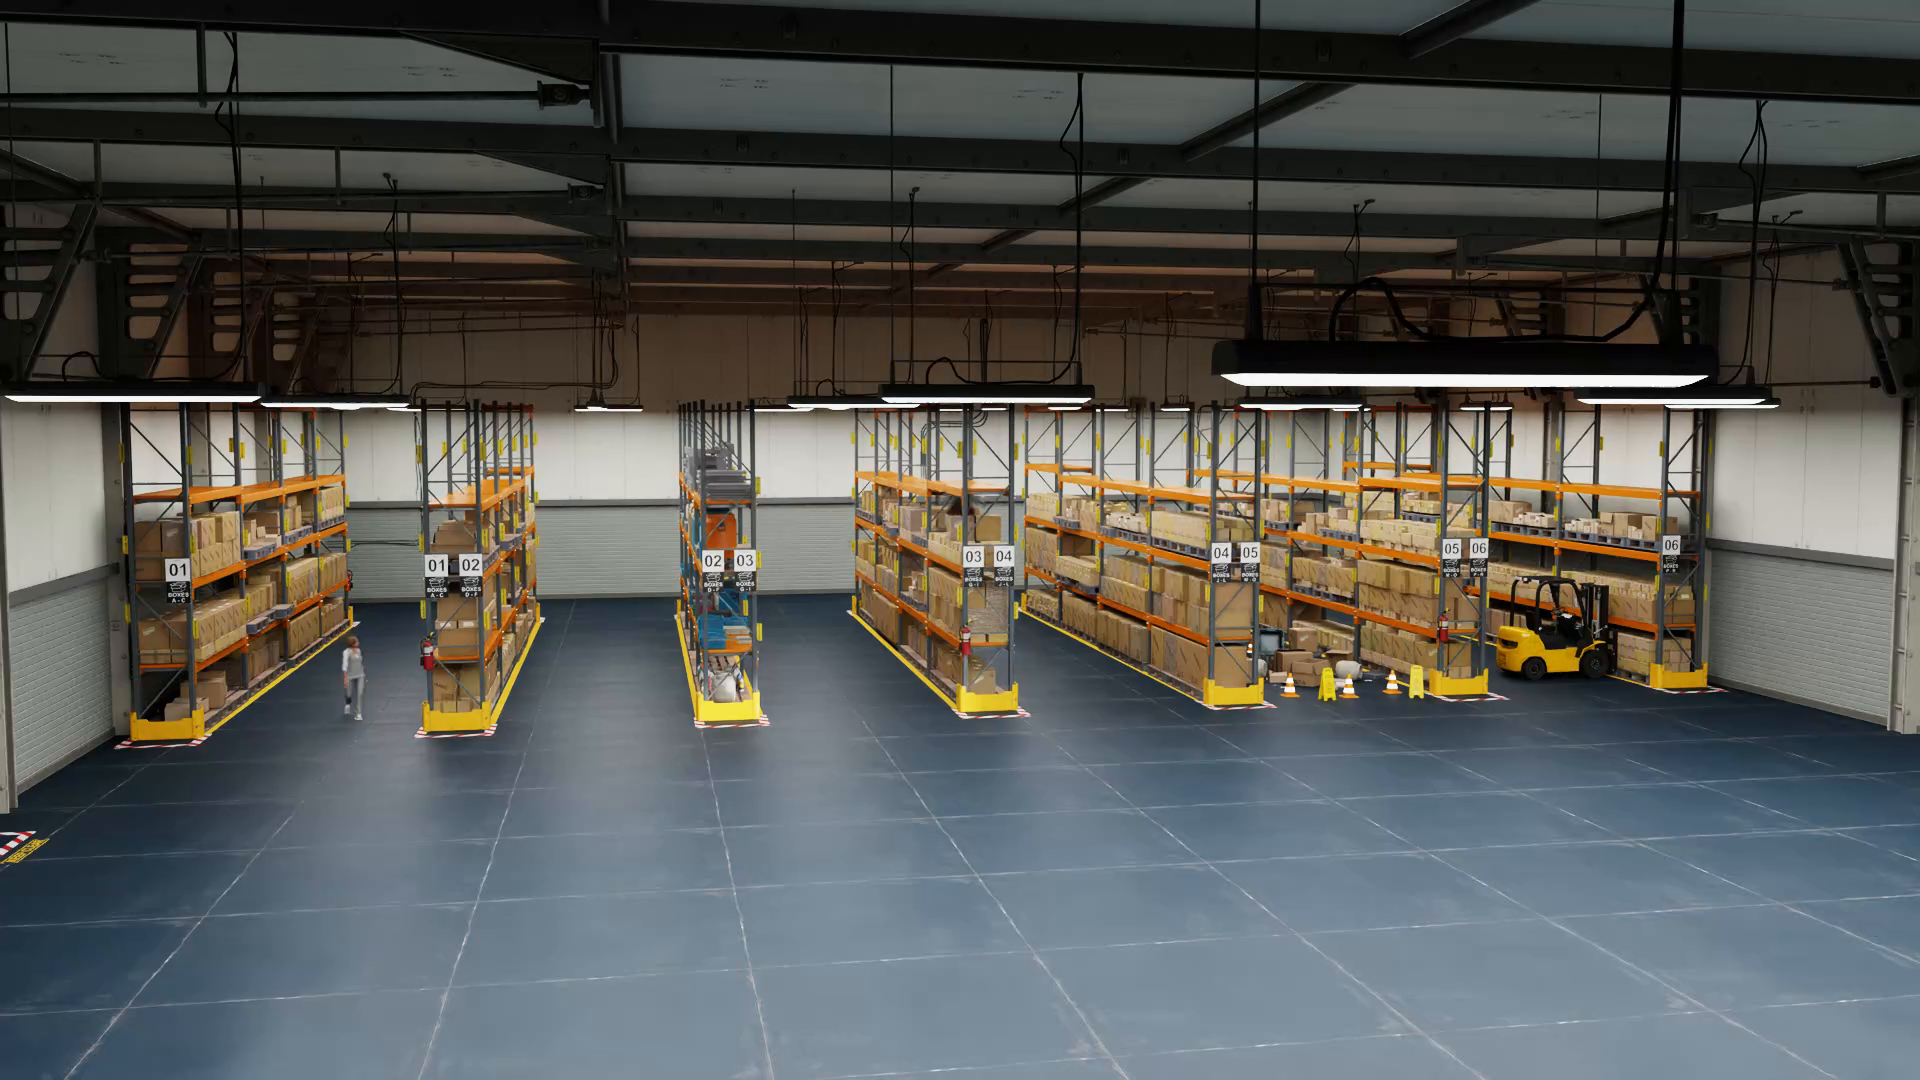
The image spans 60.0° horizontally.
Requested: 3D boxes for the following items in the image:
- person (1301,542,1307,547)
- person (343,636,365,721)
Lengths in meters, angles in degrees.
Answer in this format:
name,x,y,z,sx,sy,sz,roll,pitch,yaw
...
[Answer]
name,x,y,z,sx,sy,sz,roll,pitch,yaw
person,10.762,0.921,51.929,0.583,1.720,1.121,1,4,14
person,-11.388,2.576,31.240,0.402,1.571,0.679,-2,5,-25
